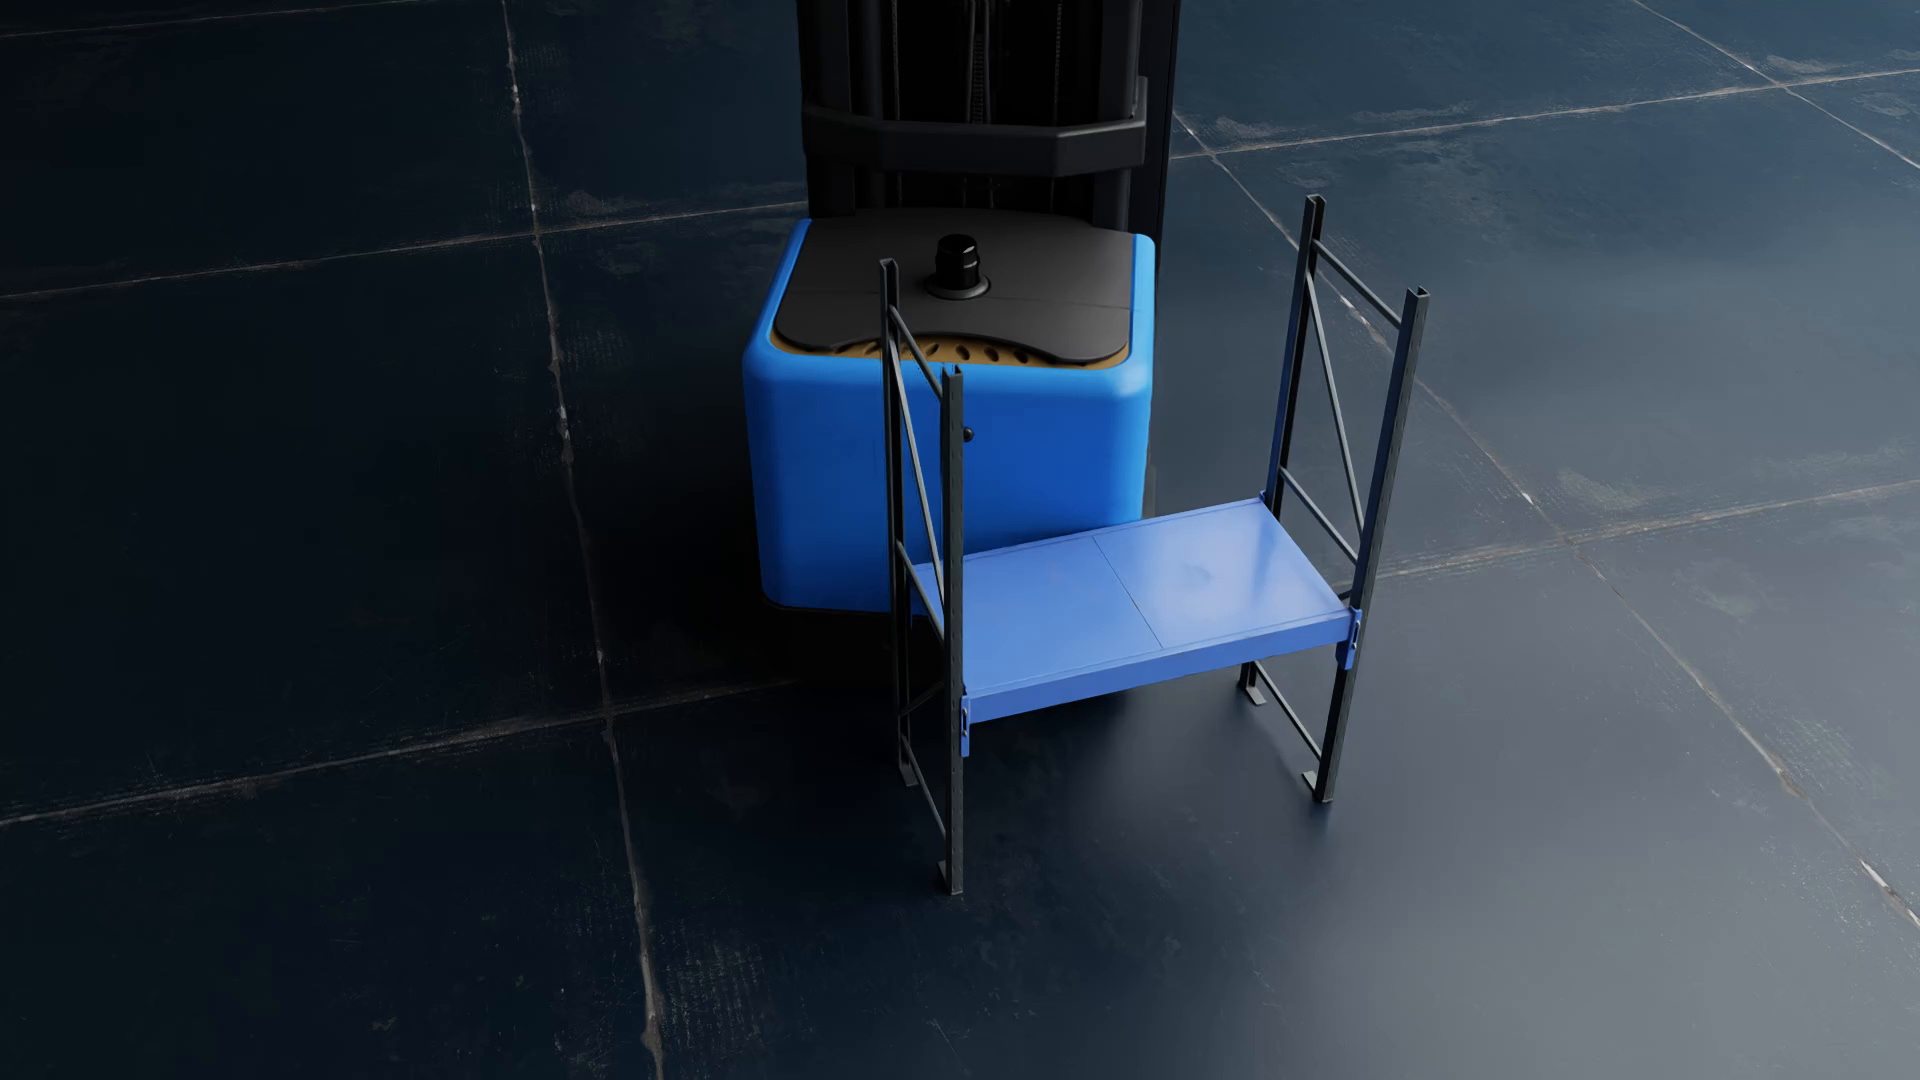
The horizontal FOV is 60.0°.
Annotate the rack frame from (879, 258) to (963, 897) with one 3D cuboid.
[{"bbox_3d":[-0.084,0.136,3.837,0.032,1.500,0.500,-11,39,-14],"label":"rack frame"}]

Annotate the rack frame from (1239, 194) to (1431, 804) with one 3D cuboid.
[{"bbox_3d":[0.884,-0.053,4.084,0.032,1.500,0.500,-11,39,-14],"label":"rack frame"}]

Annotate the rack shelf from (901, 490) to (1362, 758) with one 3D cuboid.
[{"bbox_3d":[0.400,0.185,4.070,1.000,0.185,0.538,-11,39,-14],"label":"rack shelf"}]

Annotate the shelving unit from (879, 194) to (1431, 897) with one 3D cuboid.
[{"bbox_3d":[0.400,0.042,3.961,1.048,1.500,0.538,-11,39,-14],"label":"shelving unit"}]

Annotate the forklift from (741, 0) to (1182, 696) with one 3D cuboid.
[{"bbox_3d":[0.105,-1.618,4.953,1.130,2.935,3.031,3,38,5],"label":"forklift"}]
